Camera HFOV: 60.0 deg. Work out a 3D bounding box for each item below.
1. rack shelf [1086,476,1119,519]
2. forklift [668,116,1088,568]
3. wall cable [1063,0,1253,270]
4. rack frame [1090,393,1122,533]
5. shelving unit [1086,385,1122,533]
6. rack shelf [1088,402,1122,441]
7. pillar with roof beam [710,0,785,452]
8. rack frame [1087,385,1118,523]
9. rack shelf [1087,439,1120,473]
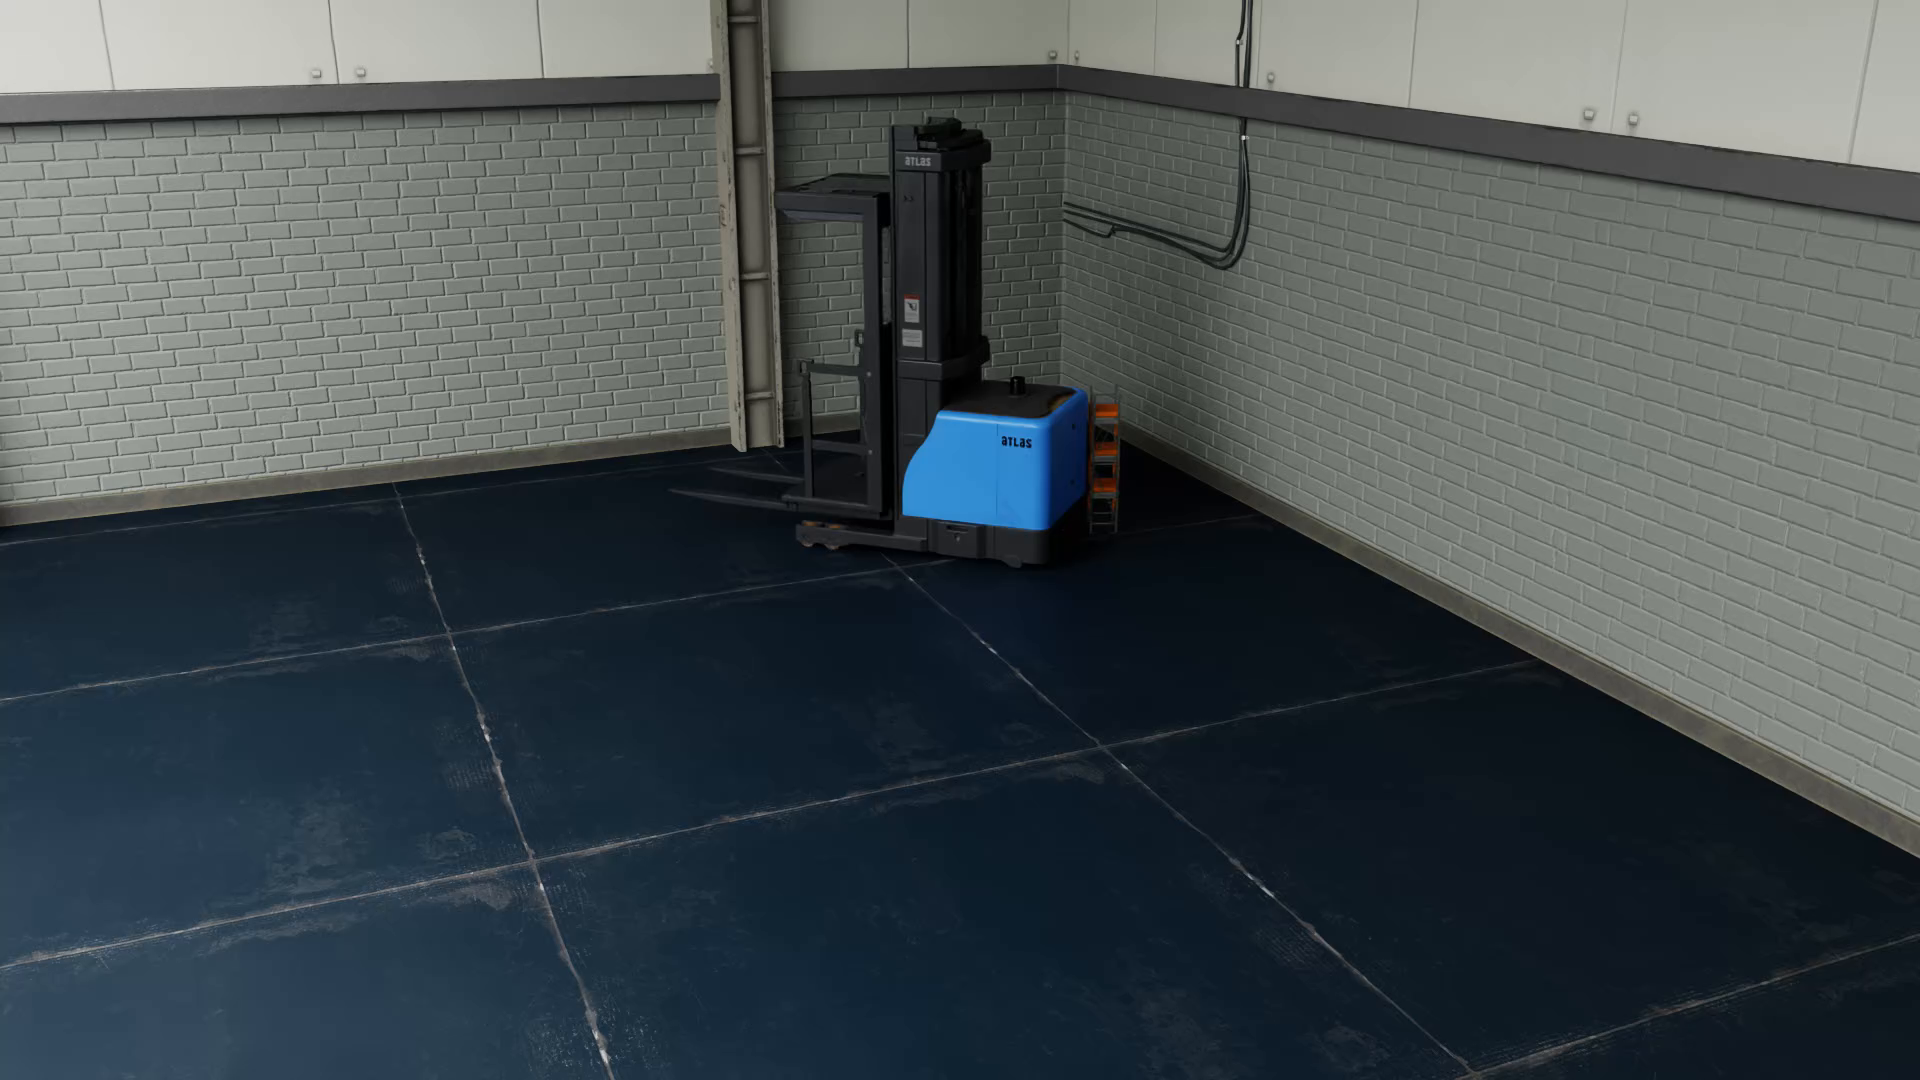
[{"bbox_3d":[1.045,-0.314,12.202,0.215,0.259,0.240,0,19,-1],"label":"rack shelf"},{"bbox_3d":[-0.646,-1.475,11.799,3.031,2.935,1.130,7,21,19],"label":"forklift"},{"bbox_3d":[1.483,-3.586,13.331,0.112,2.526,3.097,-8,21,-22],"label":"wall cable"},{"bbox_3d":[1.048,-0.546,11.991,0.200,1.050,0.008,0,19,-1],"label":"rack frame"},{"bbox_3d":[1.045,-0.586,12.106,0.215,1.050,0.252,0,19,-1],"label":"shelving unit"},{"bbox_3d":[1.045,-0.844,12.015,0.215,0.259,0.240,0,19,-1],"label":"rack shelf"},{"bbox_3d":[-0.041,-3.753,9.132,0.400,9.000,9.100,-8,21,-22],"label":"pillar with roof beam"},{"bbox_3d":[1.042,-0.627,12.221,0.200,1.050,0.008,0,19,-1],"label":"rack frame"},{"bbox_3d":[1.045,-0.576,12.110,0.215,0.259,0.240,0,19,-1],"label":"rack shelf"}]
